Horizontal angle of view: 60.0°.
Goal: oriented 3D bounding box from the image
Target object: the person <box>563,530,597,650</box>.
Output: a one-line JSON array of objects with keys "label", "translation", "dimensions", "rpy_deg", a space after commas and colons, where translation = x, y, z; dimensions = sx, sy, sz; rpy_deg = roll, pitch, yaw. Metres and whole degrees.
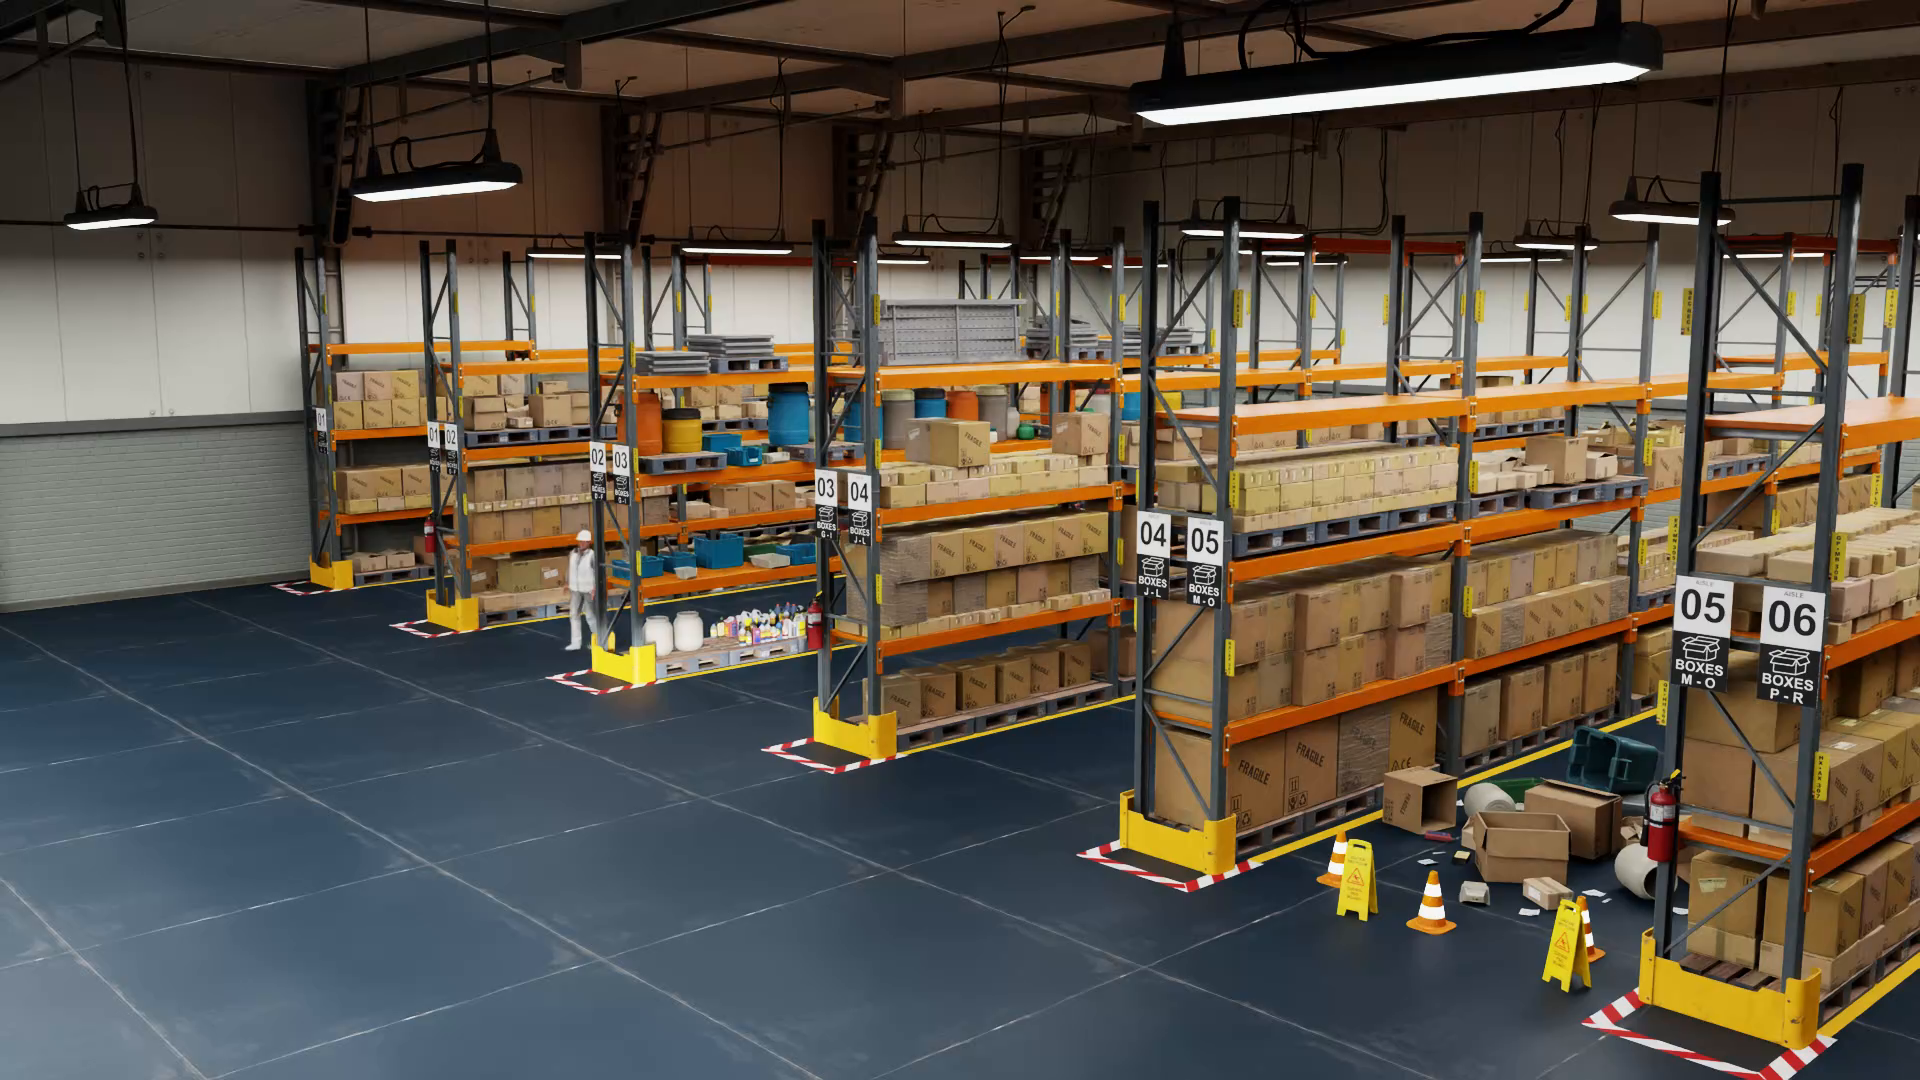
[{"label": "person", "translation": [-5.530, 0.752, 24.304], "dimensions": [0.691, 1.815, 0.750], "rpy_deg": [3, 9, 17]}]
